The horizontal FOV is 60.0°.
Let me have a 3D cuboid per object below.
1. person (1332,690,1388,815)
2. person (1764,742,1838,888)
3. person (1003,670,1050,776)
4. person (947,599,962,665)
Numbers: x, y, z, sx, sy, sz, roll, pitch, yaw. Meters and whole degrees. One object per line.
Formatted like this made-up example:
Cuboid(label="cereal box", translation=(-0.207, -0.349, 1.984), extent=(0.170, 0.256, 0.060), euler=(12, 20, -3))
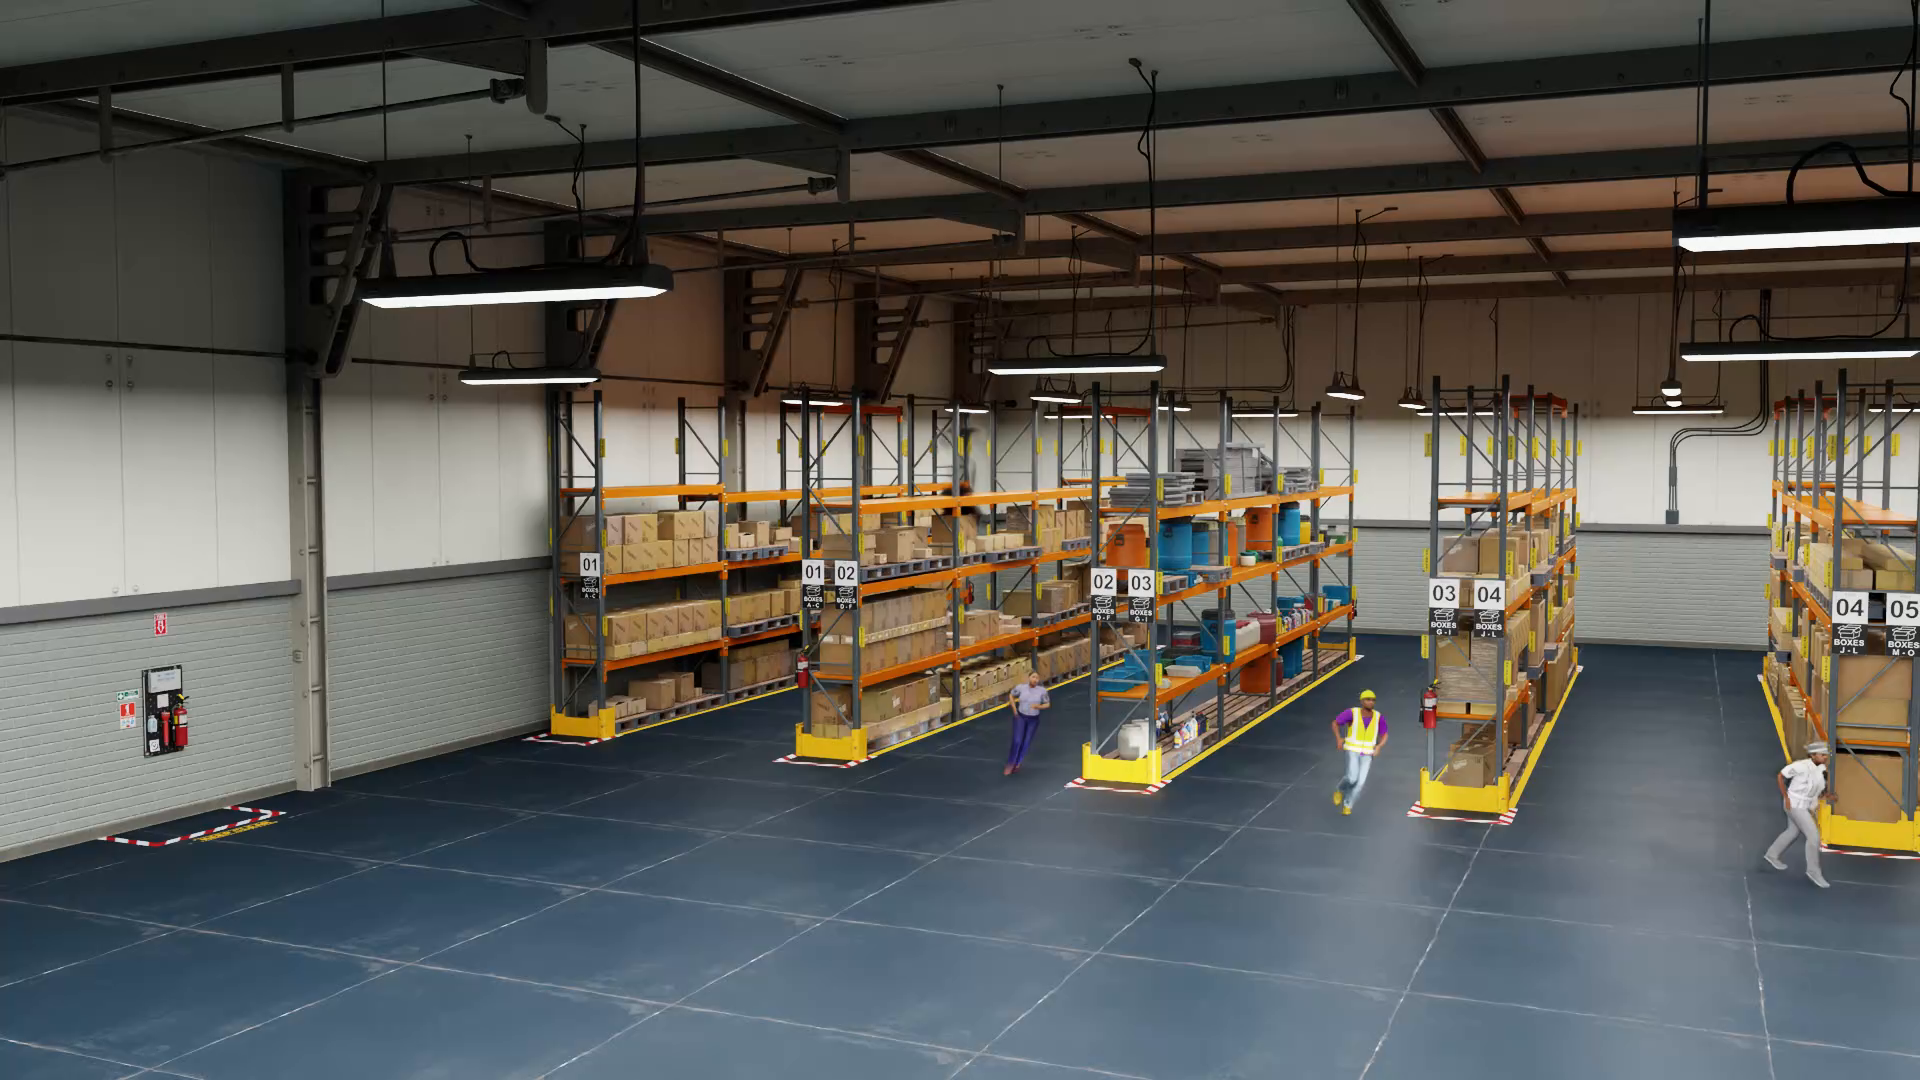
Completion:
Cuboid(label="person", translation=(5.498, 2.903, 22.745), extent=(0.734, 1.710, 0.537), euler=(0, 3, -2))
Cuboid(label="person", translation=(9.723, 3.127, 19.298), extent=(0.571, 1.678, 0.879), euler=(-2, 4, -27))
Cuboid(label="person", translation=(1.011, 2.803, 25.616), extent=(0.729, 1.633, 0.651), euler=(0, 3, -5))
Cuboid(label="person", translation=(-0.169, 2.132, 37.137), extent=(0.612, 1.658, 0.548), euler=(1, 3, 21))
